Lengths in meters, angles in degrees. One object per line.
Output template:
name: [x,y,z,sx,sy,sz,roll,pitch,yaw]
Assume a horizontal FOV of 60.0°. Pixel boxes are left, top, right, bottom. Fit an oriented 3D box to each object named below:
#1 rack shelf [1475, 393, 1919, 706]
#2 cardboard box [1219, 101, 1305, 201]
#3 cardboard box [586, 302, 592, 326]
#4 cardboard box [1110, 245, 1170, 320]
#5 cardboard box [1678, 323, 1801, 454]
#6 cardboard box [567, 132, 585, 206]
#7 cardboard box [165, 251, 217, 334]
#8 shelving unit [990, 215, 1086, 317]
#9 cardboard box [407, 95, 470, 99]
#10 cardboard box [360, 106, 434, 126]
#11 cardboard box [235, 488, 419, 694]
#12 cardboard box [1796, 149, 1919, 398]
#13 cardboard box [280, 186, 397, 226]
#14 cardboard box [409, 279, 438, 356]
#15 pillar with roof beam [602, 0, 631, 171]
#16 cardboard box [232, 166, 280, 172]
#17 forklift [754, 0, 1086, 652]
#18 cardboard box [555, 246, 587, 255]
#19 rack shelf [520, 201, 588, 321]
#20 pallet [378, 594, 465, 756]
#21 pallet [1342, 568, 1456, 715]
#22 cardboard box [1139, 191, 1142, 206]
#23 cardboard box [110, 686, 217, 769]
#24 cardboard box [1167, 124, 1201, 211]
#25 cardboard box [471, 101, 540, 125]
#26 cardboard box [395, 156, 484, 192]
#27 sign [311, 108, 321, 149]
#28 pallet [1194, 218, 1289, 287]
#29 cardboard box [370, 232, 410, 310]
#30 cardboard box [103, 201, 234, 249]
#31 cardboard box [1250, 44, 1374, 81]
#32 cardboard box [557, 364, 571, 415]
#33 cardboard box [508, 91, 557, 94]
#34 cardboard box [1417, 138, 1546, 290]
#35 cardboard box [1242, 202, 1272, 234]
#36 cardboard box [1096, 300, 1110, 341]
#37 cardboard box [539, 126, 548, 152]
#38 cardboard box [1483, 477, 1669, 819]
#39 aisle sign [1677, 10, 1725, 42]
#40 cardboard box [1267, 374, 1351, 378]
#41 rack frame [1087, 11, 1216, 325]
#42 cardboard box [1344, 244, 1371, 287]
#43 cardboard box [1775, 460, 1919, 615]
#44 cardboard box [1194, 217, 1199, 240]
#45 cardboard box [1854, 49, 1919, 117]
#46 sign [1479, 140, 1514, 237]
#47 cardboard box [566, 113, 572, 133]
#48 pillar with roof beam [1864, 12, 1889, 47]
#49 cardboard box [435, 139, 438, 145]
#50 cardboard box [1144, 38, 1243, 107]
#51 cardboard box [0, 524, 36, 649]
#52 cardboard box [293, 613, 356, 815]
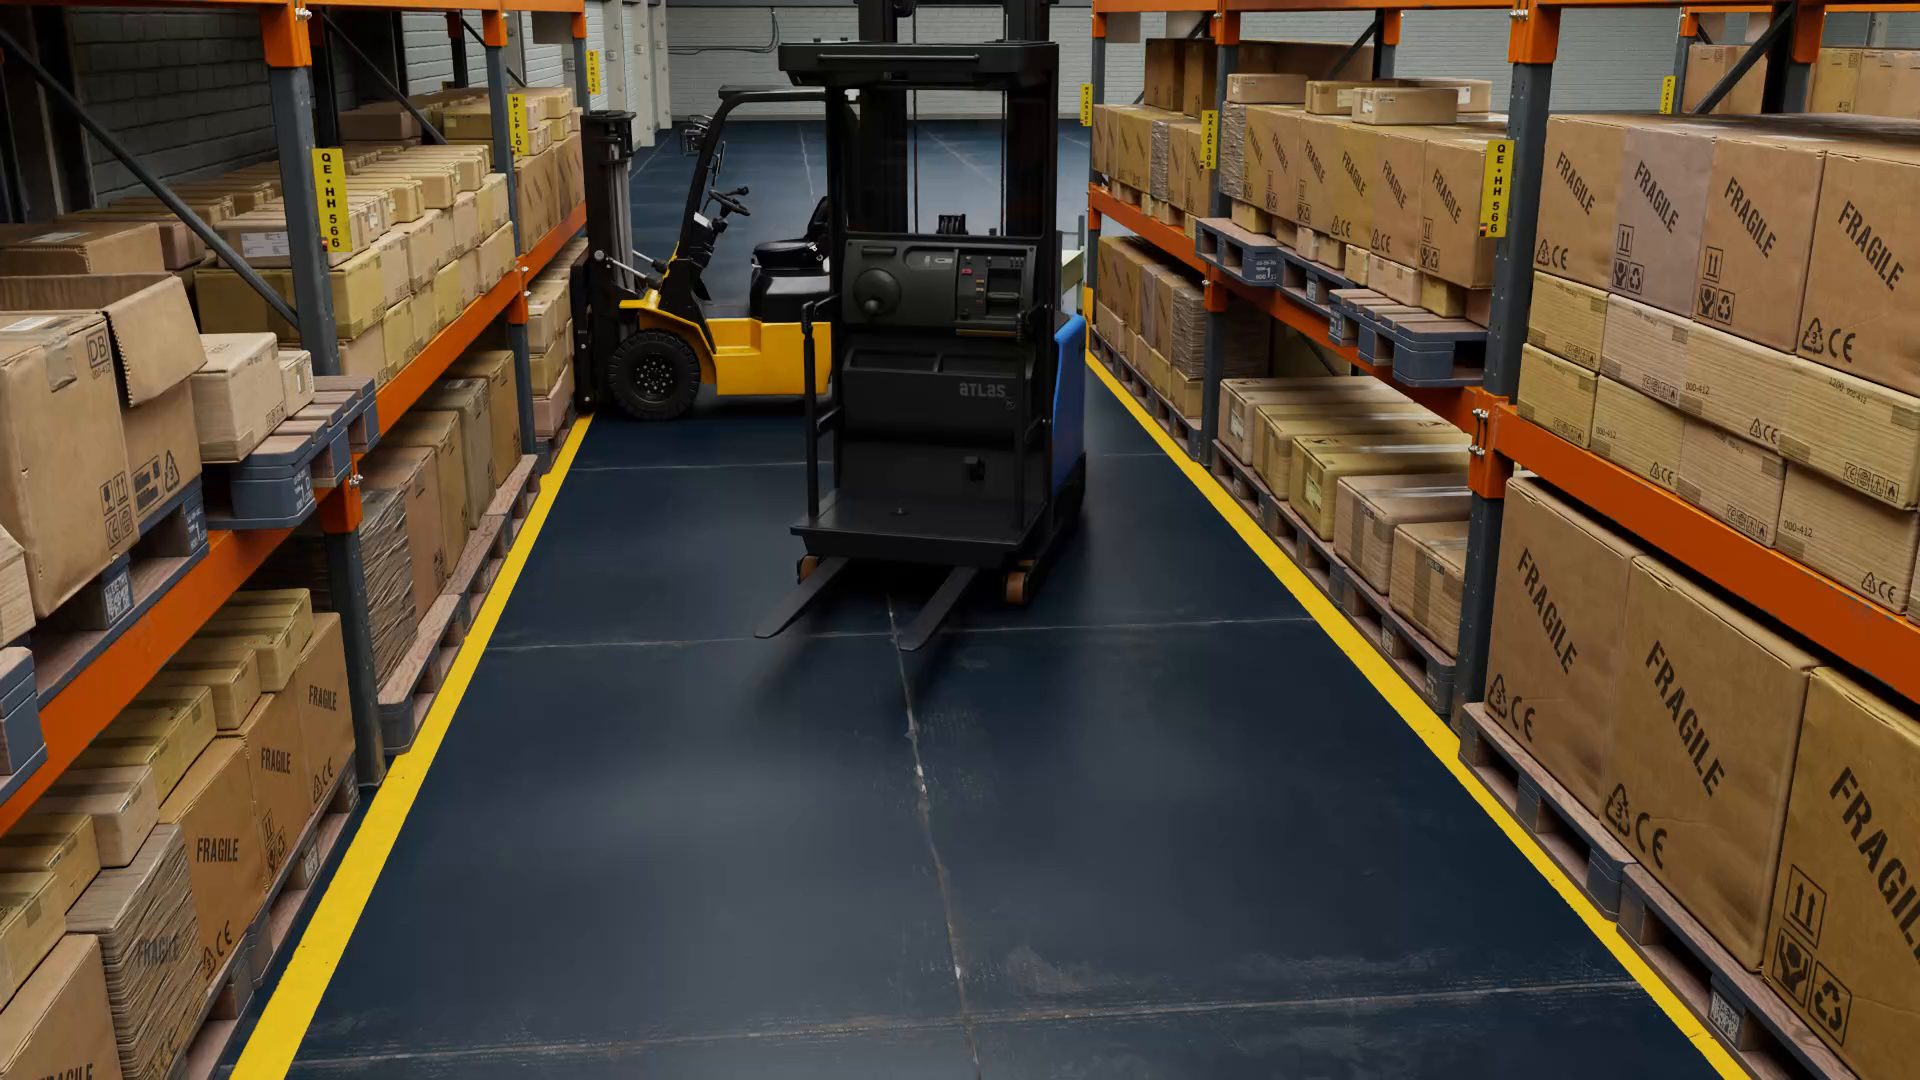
rack shelf: [2.588,0.231,4.135,1.077,0.370,4.000,-2,18,-6]
cardboard box: [1.732,-2.141,9.125,0.500,0.500,0.500,-1,17,-4]
cardboard box: [-2.904,-1.626,11.903,0.500,0.250,0.500,-2,18,-7]
cardboard box: [1.426,-1.926,12.443,0.500,0.500,0.500,-2,18,-8]
cardboard box: [2.279,-0.414,4.403,0.500,0.250,0.500,-2,18,-6]
cardboard box: [-3.024,-2.691,12.075,0.500,0.500,0.500,-1,17,-4]
cardboard box: [-2.878,-0.846,5.779,0.500,0.250,0.500,-1,17,-4]
shelving unit: [0.445,-1.082,9.619,0.431,1.500,0.755,4,18,13]
cardboard box: [-3.532,-2.939,11.285,0.380,0.149,0.250,-2,18,-7]
cardboard box: [-3.327,-2.485,9.838,0.380,0.149,0.250,-2,18,-6]
cardboard box: [-2.606,0.193,6.319,0.875,0.625,0.625,-1,17,-4]
cardboard box: [2.337,-0.626,3.827,0.500,0.500,0.500,-1,17,-5]
cardboard box: [-2.471,-1.322,6.629,0.380,0.149,0.250,-2,17,-5]
cardboard box: [-2.465,-0.925,6.866,0.500,0.250,0.500,-2,18,-7]
pillar with roof beam: [-1.780,-11.060,28.882,9.100,9.000,0.400,-2,18,-6]
cardboard box: [-3.066,-1.610,7.547,0.380,0.149,0.250,-2,18,-6]
forklift: [-0.149,-1.215,7.654,1.130,2.935,3.031,4,18,13]
cardboard box: [-2.964,-2.023,12.334,0.500,0.250,0.500,-1,17,-5]
rack shelf: [-3.174,-1.998,11.235,1.077,0.370,4.000,-2,18,-6]
pallet: [-2.601,0.530,6.636,1.003,0.211,1.213,-2,18,-6]
pallet: [2.302,0.389,7.084,1.003,0.211,1.213,-2,18,-6]
cardboard box: [1.500,-2.478,11.981,0.380,0.149,0.250,-1,17,-4]
cardboard box: [-2.228,0.509,4.438,0.380,0.149,0.250,-1,17,-4]
cardboard box: [1.616,-2.367,10.546,0.500,0.500,0.500,-1,17,-4]
cardboard box: [-2.836,-2.656,10.382,0.380,0.149,0.250,-2,18,-7]
cardboard box: [-2.535,-1.783,8.097,0.380,0.149,0.250,-2,18,-7]
sign: [-3.520,-2.179,9.031,0.100,0.325,0.005,-2,18,-6]
pallet: [1.903,-1.576,9.010,1.003,0.211,1.213,-2,18,-6]
cardboard box: [-2.409,-1.010,6.301,0.500,0.250,0.500,-1,17,-4]
cardboard box: [-2.894,-1.155,6.099,0.380,0.149,0.250,-2,18,-6]
cardboard box: [2.139,-2.704,9.950,0.700,0.500,0.500,-2,18,-6]
cardboard box: [-2.756,-0.939,10.550,0.500,0.250,0.500,-2,18,-7]
cardboard box: [-3.072,-3.110,11.829,0.380,0.149,0.250,-2,18,-5]
cardboard box: [2.058,-1.225,6.206,0.500,0.500,0.500,-2,18,-7]
cardboard box: [1.729,-1.731,8.902,0.380,0.149,0.250,-1,17,-5]
cardboard box: [1.365,-1.731,13.073,0.500,0.250,0.500,-2,18,-6]
cardboard box: [-2.799,-2.514,10.426,0.380,0.149,0.250,-2,18,-6]
cardboard box: [2.370,0.314,5.517,0.875,0.875,0.875,-2,18,-6]
aisle sign: [6.164,-4.527,13.748,0.394,0.787,0.004,-2,18,-6]
cardboard box: [2.177,-0.972,10.656,0.500,0.250,0.500,-3,18,-8]
rack frame: [1.556,-3.092,13.517,1.000,3.000,0.127,-2,18,-6]
cardboard box: [1.883,-1.187,7.169,0.380,0.149,0.250,-1,17,-5]
cardboard box: [2.355,-0.027,4.006,0.500,0.250,0.500,-2,18,-6]
cardboard box: [1.633,-1.866,10.033,0.380,0.149,0.250,-2,18,-6]
cardboard box: [6.787,-3.106,11.510,0.875,0.550,0.550,-2,18,-6]
sign: [1.843,-1.203,5.701,0.100,0.325,0.005,-2,18,-6]
cardboard box: [-3.044,-3.045,12.119,0.380,0.149,0.250,-1,17,-5]
pillar with roof beam: [19.751,-15.342,42.523,9.100,9.000,0.400,-2,18,-6]
cardboard box: [-3.401,-2.419,10.125,0.380,0.149,0.250,-2,18,-5]
cardboard box: [1.826,-3.613,12.844,0.700,0.500,0.500,-2,18,-7]
cardboard box: [-1.904,0.076,2.950,0.396,0.266,0.258,-1,17,-3]
cardboard box: [-2.298,0.558,5.364,0.500,0.500,0.500,-1,17,-4]
